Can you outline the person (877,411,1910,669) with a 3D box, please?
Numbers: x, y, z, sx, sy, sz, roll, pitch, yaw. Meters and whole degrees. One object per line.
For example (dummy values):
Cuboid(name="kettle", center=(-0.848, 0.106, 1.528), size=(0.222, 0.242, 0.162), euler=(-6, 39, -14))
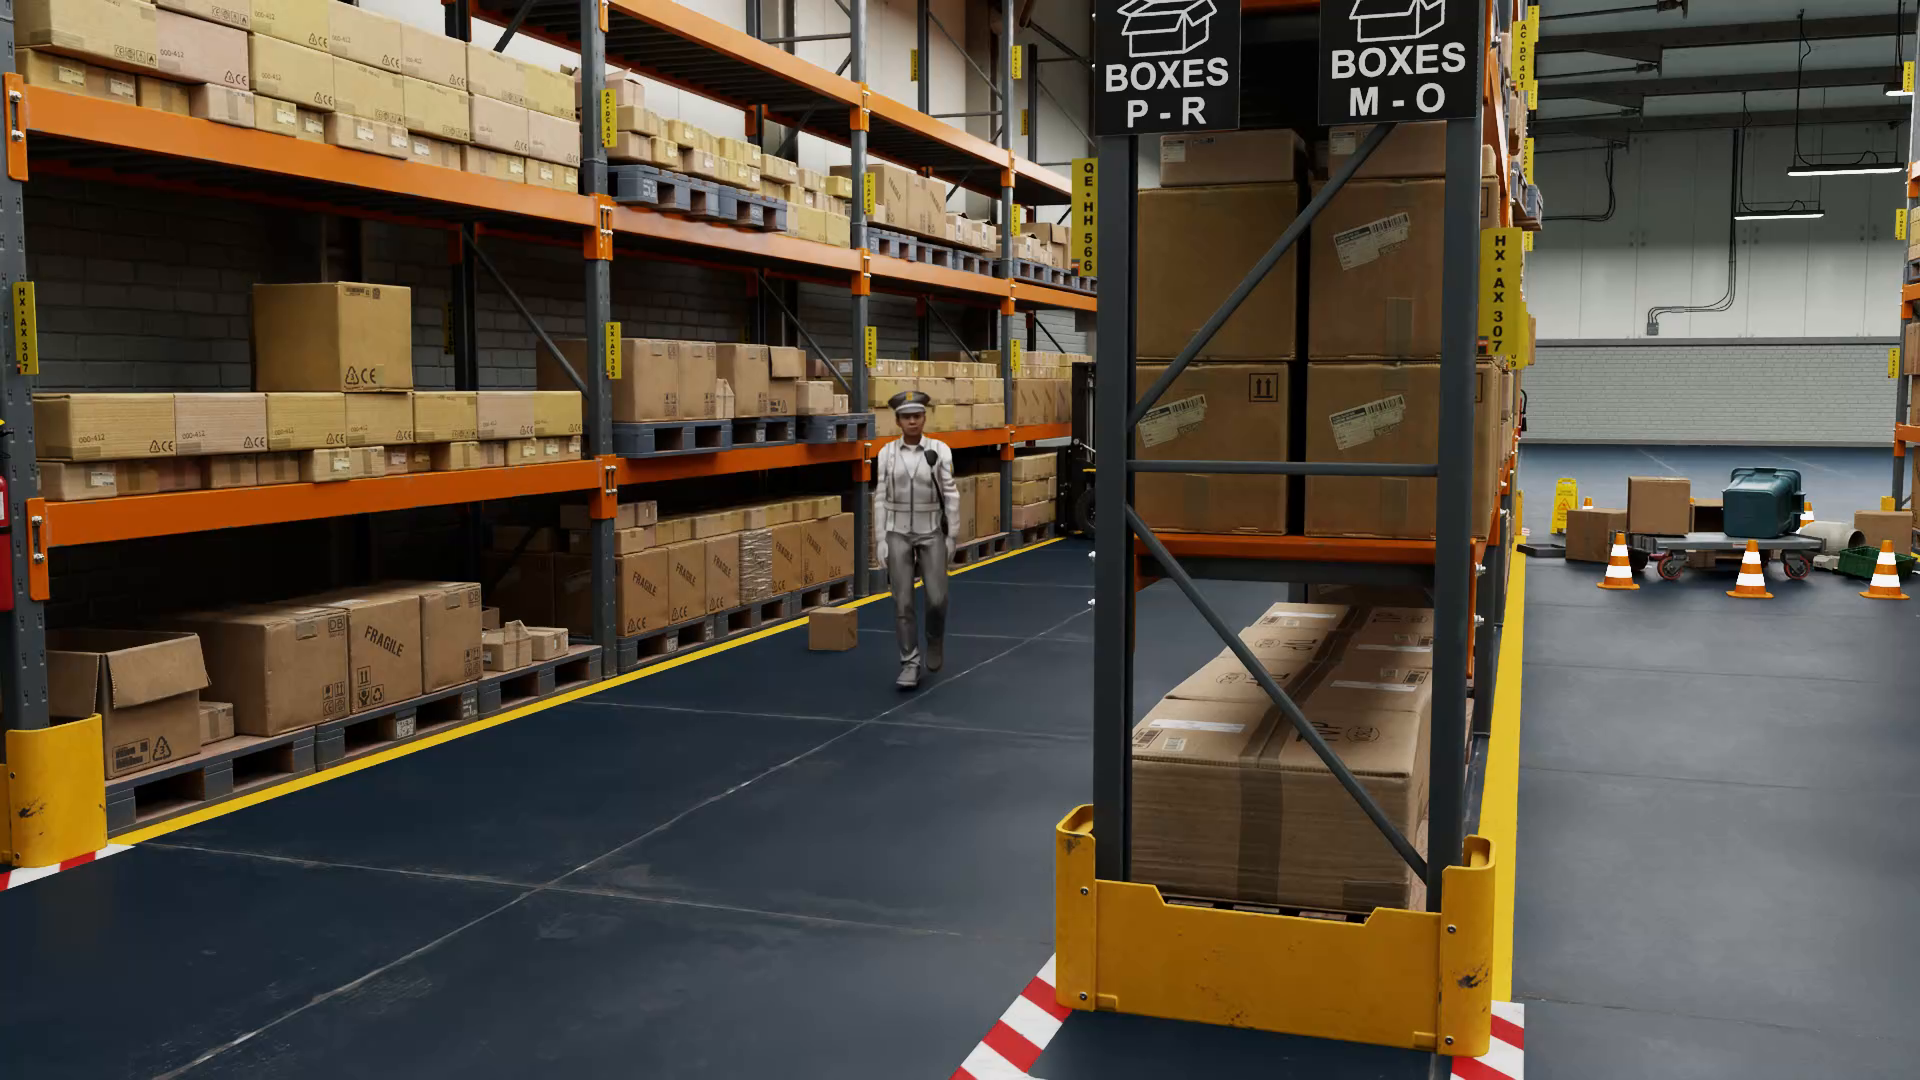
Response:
Cuboid(name="person", center=(3.670, -0.441, 11.550), size=(7.935, 2.202, 5.089), euler=(0, 5, 4))
